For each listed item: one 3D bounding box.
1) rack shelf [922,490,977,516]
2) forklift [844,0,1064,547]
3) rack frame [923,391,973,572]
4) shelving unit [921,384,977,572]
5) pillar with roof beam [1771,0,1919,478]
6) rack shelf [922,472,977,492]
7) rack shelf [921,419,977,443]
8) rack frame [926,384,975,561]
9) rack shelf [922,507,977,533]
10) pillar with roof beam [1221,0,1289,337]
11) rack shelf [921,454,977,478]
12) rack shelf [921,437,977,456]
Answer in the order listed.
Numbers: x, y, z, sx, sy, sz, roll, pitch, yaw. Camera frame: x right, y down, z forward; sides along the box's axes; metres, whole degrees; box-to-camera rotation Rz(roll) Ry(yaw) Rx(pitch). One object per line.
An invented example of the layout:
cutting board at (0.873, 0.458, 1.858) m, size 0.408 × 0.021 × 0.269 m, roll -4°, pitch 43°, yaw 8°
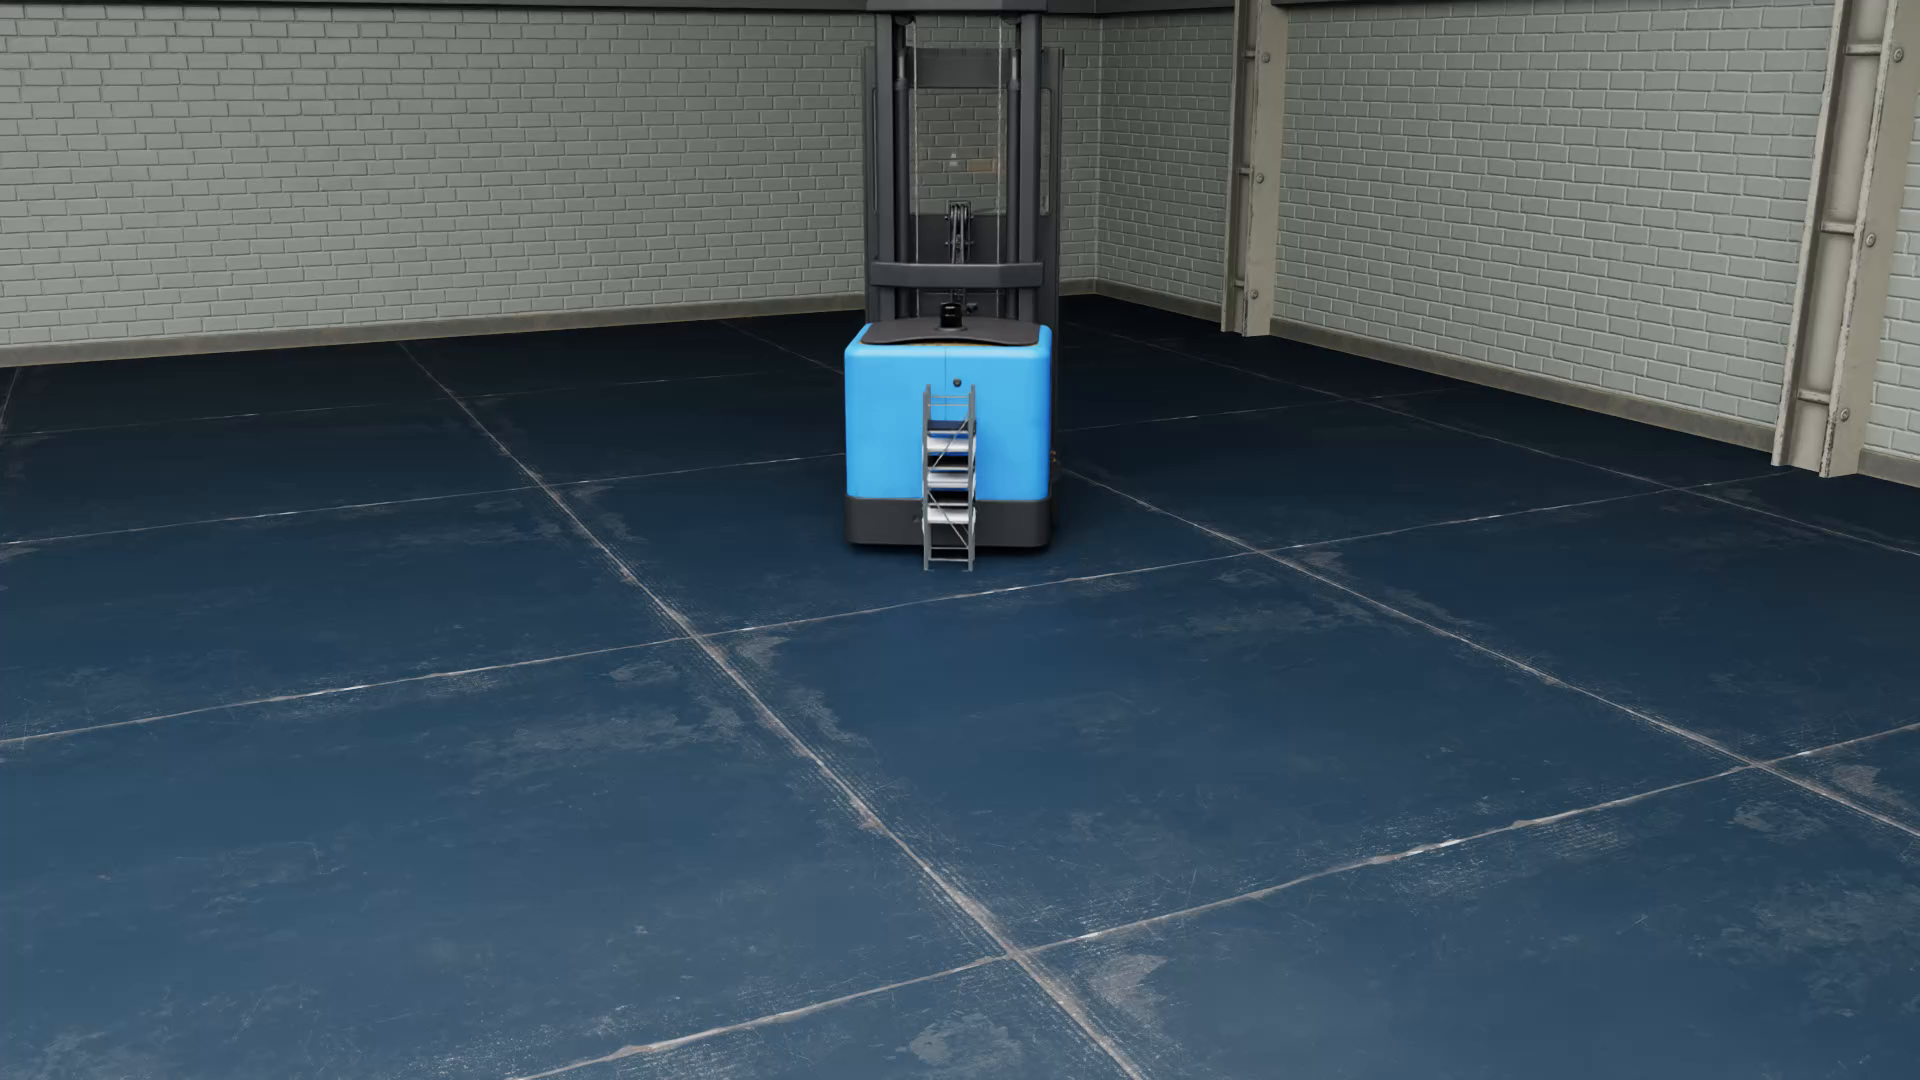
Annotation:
rack shelf at (-0.052, -0.186, 8.213) m, size 0.258 × 0.077 × 0.200 m, roll 1°, pitch 16°, yaw 4°
forklift at (0.028, -1.728, 9.457) m, size 1.130 × 2.935 × 3.031 m, roll 1°, pitch 16°, yaw 4°
rack frame at (-0.059, -0.276, 8.081) m, size 0.240 × 0.900 × 0.006 m, roll 1°, pitch 16°, yaw 4°
shelving unit at (-0.052, -0.304, 8.179) m, size 0.258 × 0.900 × 0.210 m, roll 1°, pitch 16°, yaw 4°
pillar with roof beam at (1.423, -4.249, 7.243) m, size 9.100 × 9.000 × 0.400 m, roll -8°, pitch 18°, yaw -25°
rack shelf at (-0.052, -0.272, 8.188) m, size 0.258 × 0.077 × 0.200 m, roll 1°, pitch 16°, yaw 4°
rack shelf at (-0.052, -0.532, 8.114) m, size 0.258 × 0.077 × 0.200 m, roll 1°, pitch 16°, yaw 4°
rack frame at (-0.045, -0.332, 8.276) m, size 0.240 × 0.900 × 0.006 m, roll 1°, pitch 16°, yaw 4°
rack shelf at (-0.052, -0.099, 8.238) m, size 0.258 × 0.077 × 0.200 m, roll 1°, pitch 16°, yaw 4°
pillar with roof beam at (-1.205, -5.737, 12.427) m, size 9.100 × 9.000 × 0.400 m, roll -8°, pitch 18°, yaw -25°
rack shelf at (-0.052, -0.359, 8.163) m, size 0.258 × 0.077 × 0.200 m, roll 1°, pitch 16°, yaw 4°
rack shelf at (-0.052, -0.445, 8.138) m, size 0.258 × 0.077 × 0.200 m, roll 1°, pitch 16°, yaw 4°
